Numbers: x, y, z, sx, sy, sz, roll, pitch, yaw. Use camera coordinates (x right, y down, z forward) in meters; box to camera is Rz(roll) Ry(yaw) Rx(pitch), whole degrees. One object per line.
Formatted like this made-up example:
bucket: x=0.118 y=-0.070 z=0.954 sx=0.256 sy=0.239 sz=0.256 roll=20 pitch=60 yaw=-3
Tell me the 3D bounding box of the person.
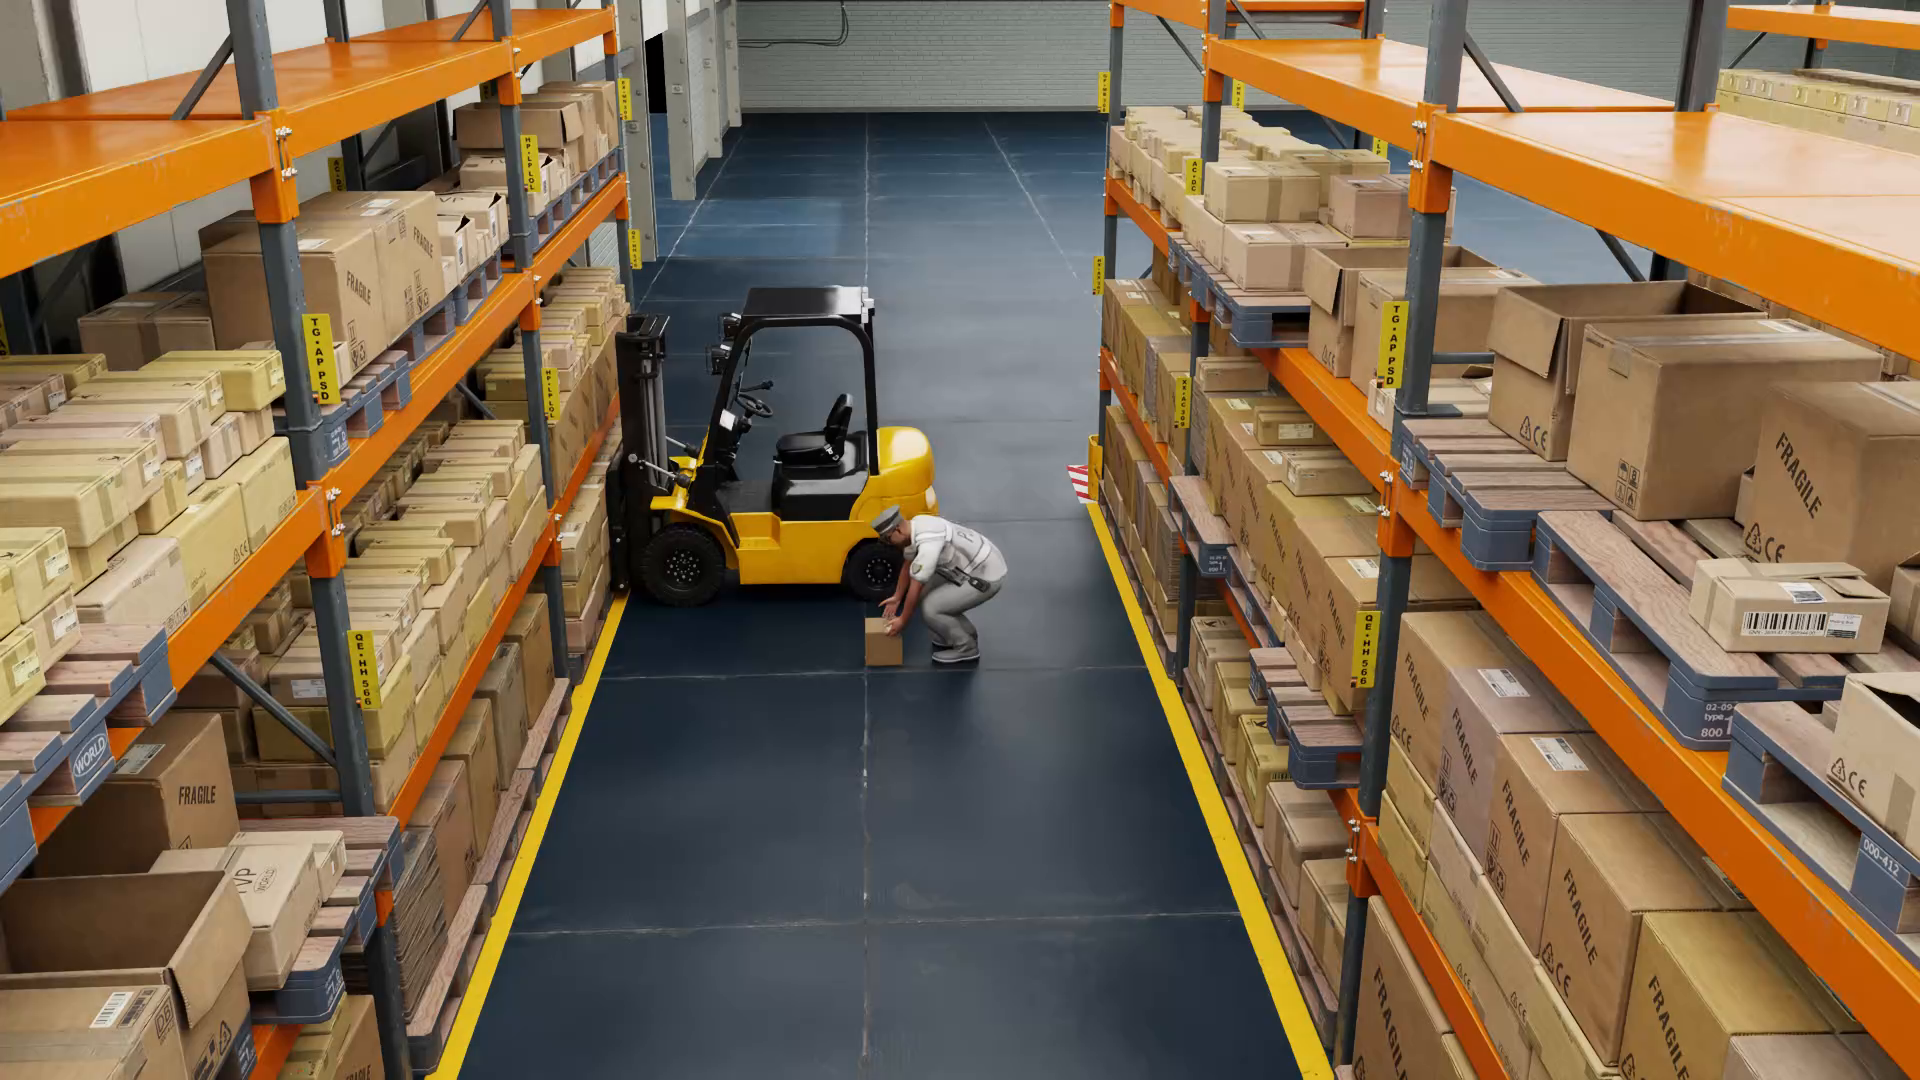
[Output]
person: x=-0.145 y=0.274 z=11.274 sx=0.928 sy=1.099 sz=0.577 roll=-1 pitch=20 yaw=-3
